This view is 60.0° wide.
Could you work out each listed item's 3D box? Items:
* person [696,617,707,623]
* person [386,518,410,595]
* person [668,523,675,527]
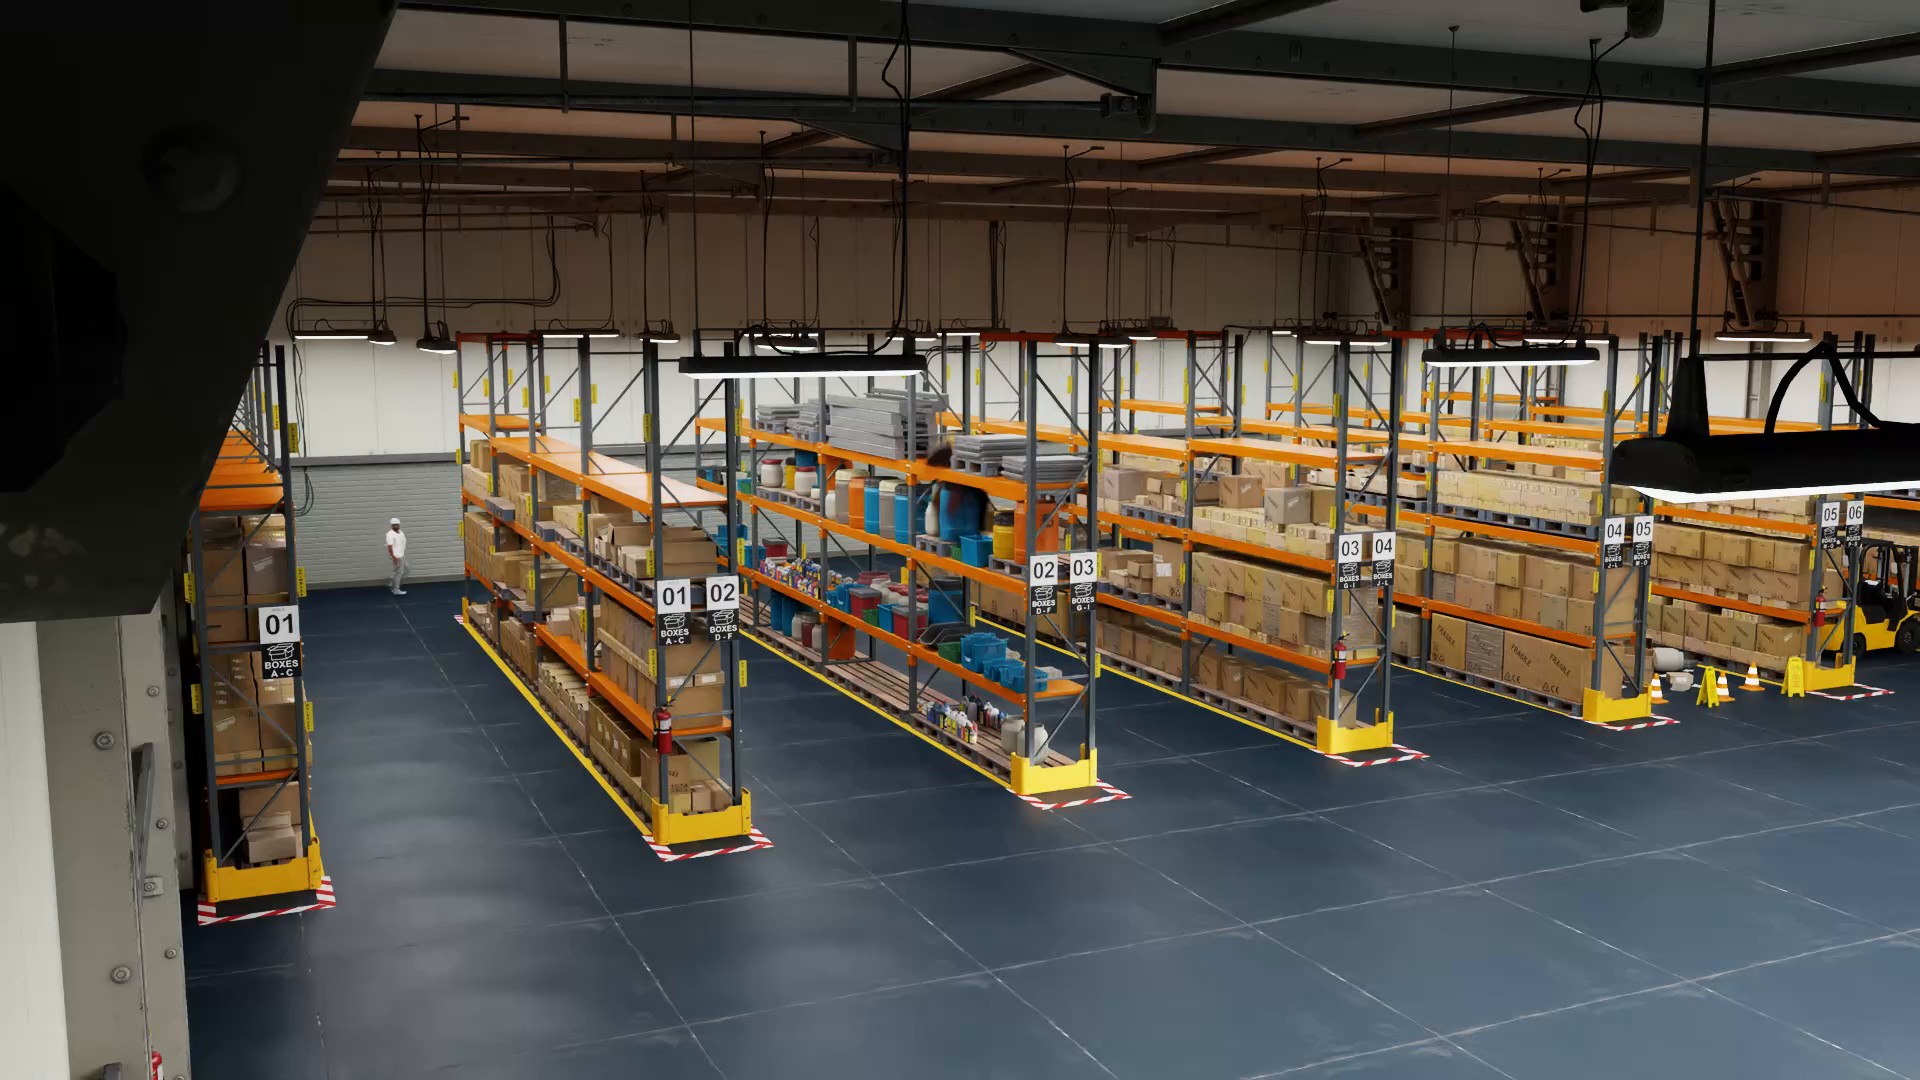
[{"bbox_3d":[-4.843,1.548,29.380,0.669,1.813,0.877,-4,9,-26],"label":"person"},{"bbox_3d":[-12.735,0.368,37.674,0.470,1.757,0.621,-2,8,-13],"label":"person"},{"bbox_3d":[-6.521,0.452,37.403,0.480,1.677,0.543,-1,8,-5],"label":"person"}]
